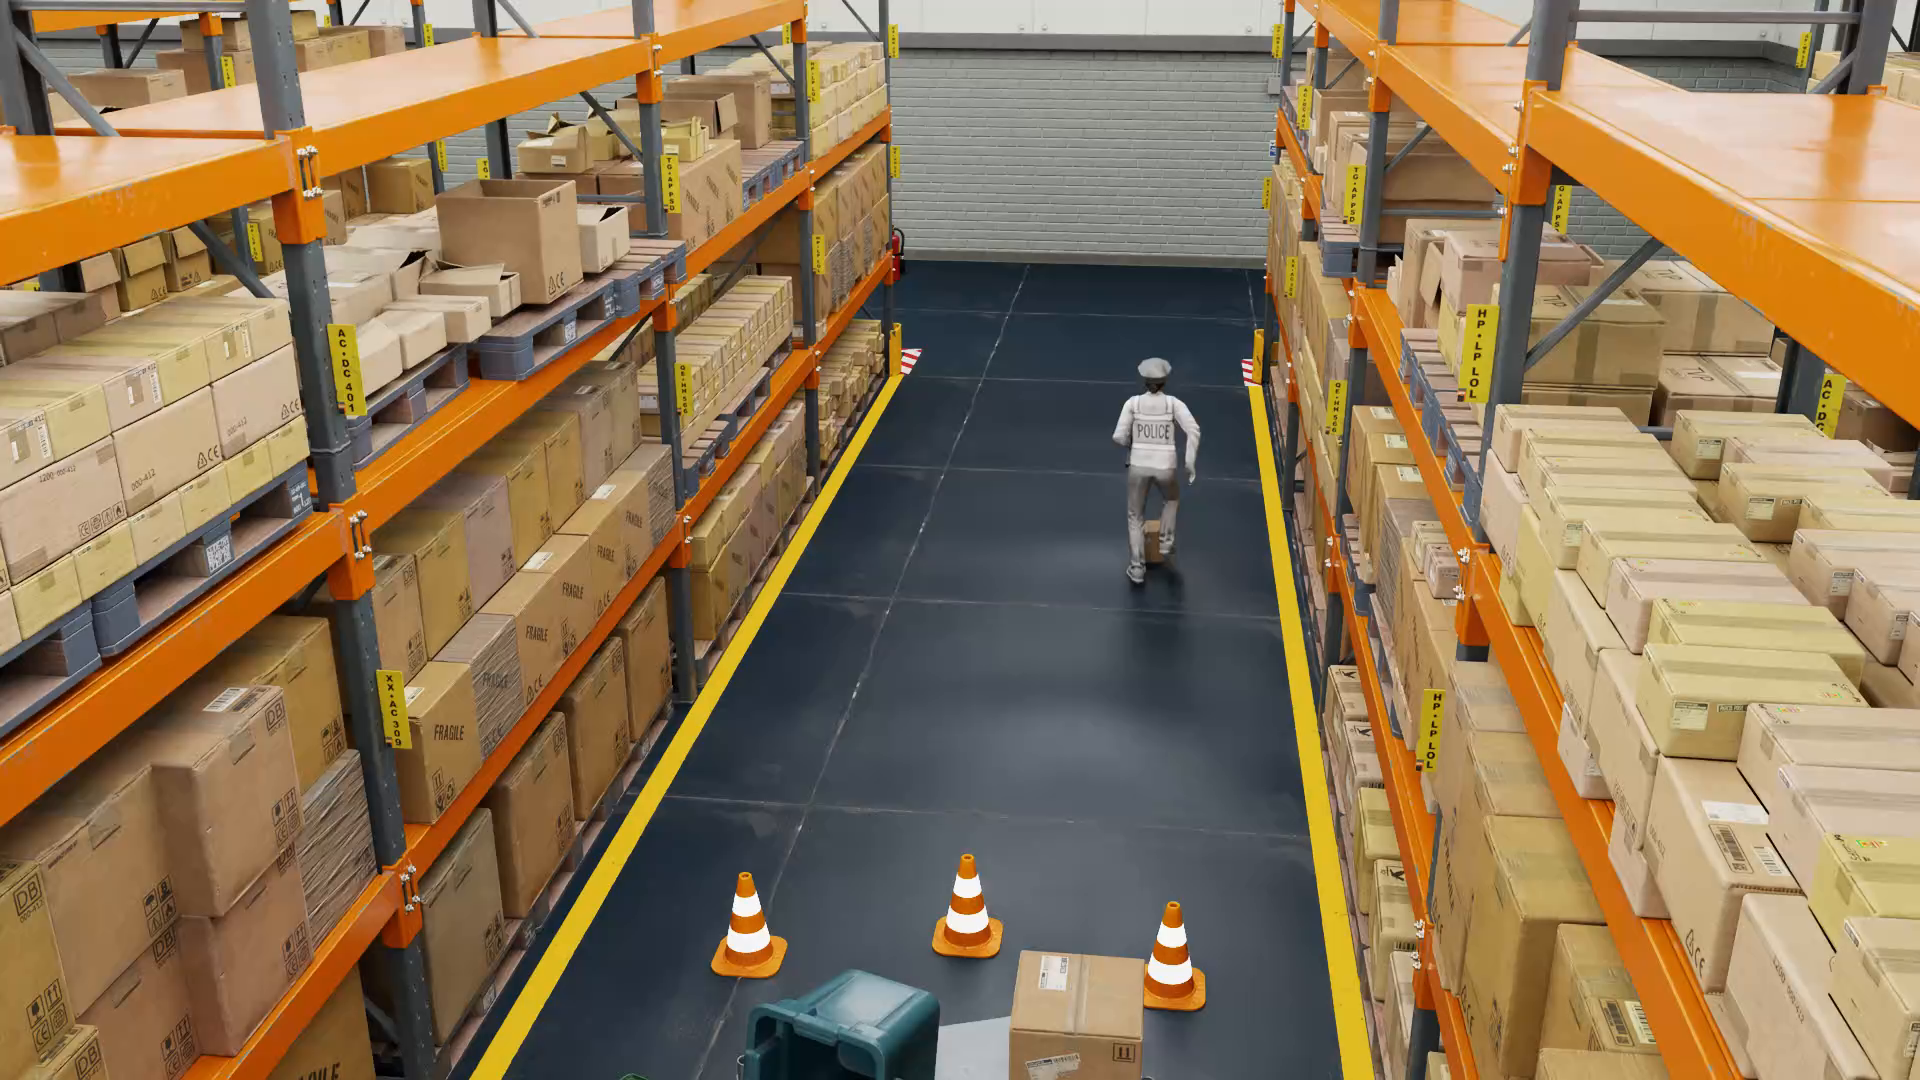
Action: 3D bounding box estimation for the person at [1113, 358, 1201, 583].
[{"bbox_3d":[1.468,-0.543,12.544,0.639,1.602,0.739,1,21,2],"label":"person"}]
